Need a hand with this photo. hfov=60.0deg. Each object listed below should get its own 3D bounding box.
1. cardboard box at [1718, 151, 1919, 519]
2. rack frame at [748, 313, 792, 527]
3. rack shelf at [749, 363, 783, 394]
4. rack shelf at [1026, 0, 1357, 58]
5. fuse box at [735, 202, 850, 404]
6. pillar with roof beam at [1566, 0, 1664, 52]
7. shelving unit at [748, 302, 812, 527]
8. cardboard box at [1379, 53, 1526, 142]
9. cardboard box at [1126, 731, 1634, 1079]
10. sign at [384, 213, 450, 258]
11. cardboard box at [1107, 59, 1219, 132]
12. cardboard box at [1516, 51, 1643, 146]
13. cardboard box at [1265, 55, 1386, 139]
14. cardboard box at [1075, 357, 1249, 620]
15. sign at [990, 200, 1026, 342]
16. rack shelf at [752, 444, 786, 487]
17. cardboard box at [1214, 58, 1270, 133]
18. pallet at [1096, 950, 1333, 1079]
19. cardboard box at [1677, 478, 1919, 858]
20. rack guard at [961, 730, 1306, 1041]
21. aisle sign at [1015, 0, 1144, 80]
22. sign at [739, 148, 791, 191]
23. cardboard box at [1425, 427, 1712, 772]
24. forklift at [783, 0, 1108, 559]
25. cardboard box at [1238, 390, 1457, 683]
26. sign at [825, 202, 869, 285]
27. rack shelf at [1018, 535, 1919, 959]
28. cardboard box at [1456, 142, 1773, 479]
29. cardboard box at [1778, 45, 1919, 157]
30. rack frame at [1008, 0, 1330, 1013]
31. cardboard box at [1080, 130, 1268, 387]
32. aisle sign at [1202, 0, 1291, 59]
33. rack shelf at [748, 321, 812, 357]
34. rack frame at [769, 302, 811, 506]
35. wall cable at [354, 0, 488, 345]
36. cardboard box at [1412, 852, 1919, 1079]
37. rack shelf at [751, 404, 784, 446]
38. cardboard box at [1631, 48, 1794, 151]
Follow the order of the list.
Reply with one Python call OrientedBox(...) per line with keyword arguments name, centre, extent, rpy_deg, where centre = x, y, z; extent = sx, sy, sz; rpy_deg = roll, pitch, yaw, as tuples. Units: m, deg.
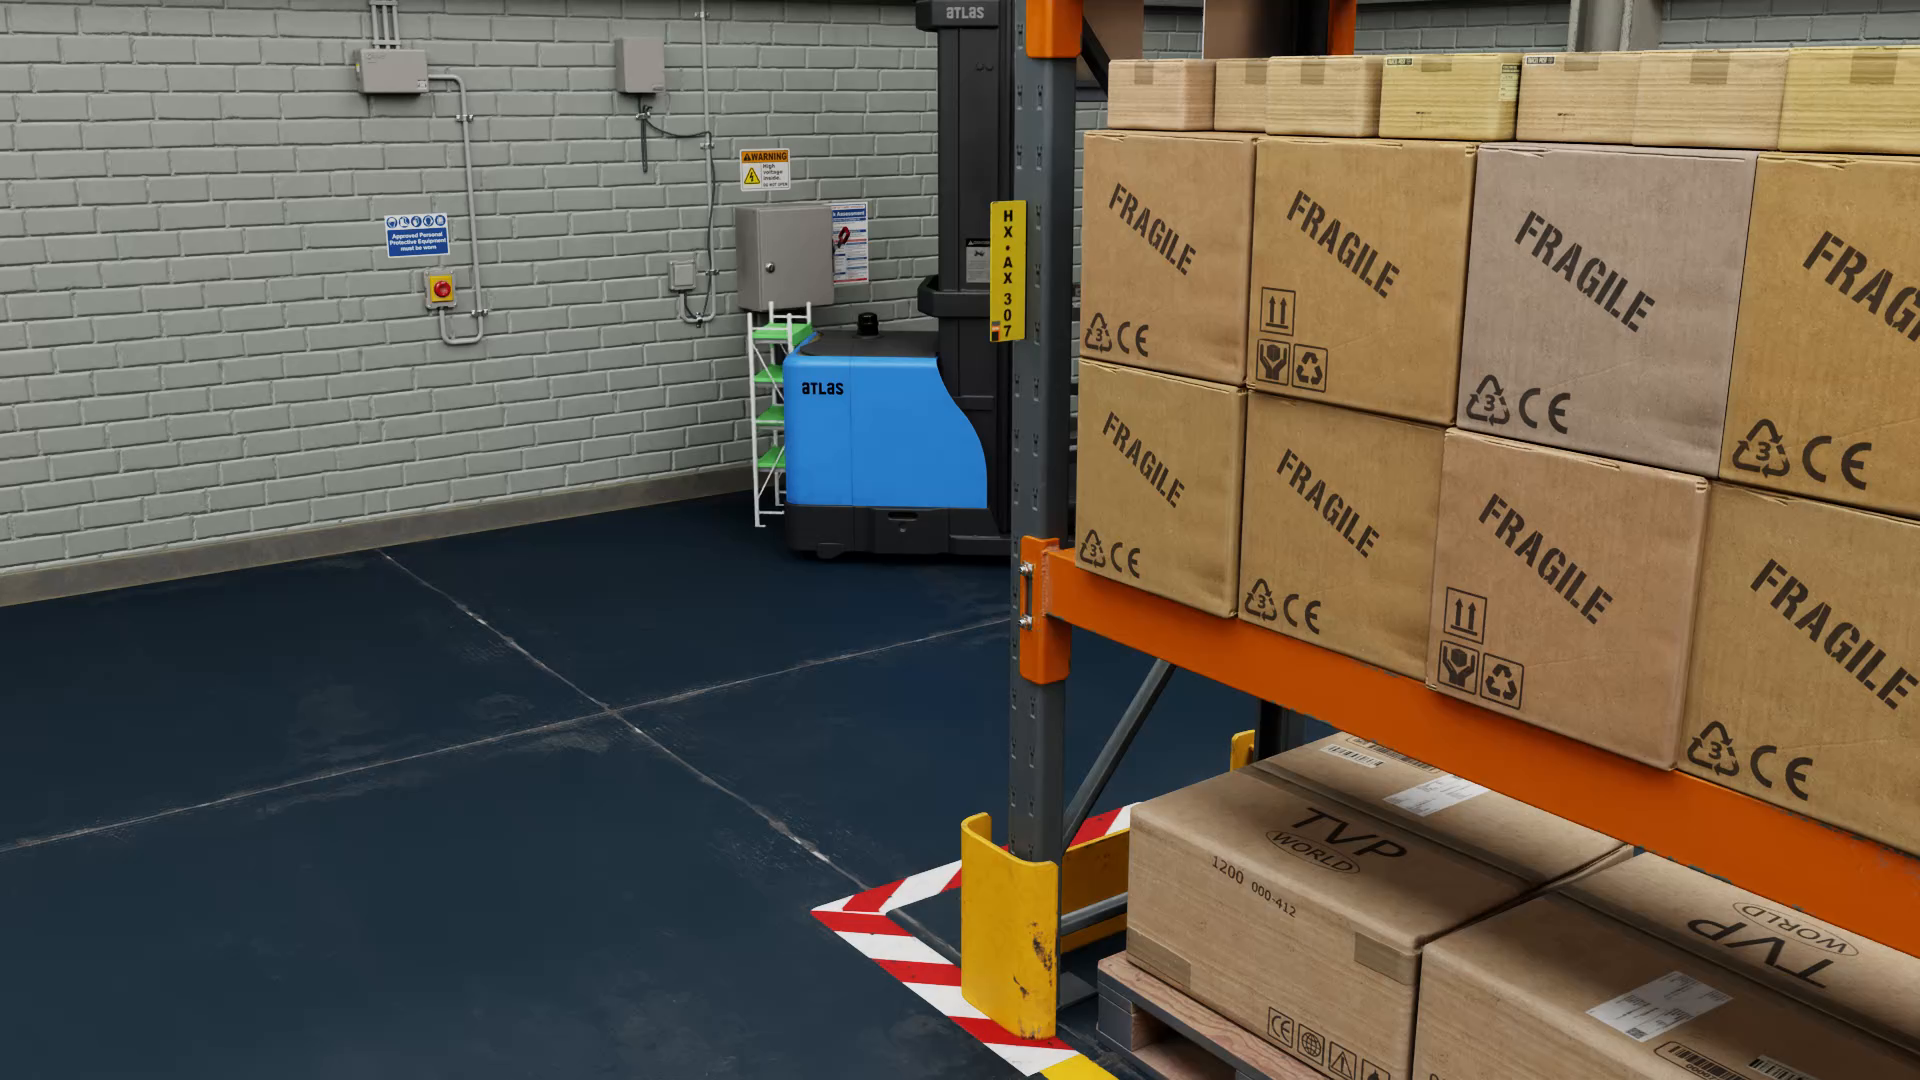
OrientedBox(name="cardboard box", centre=(1.530, -0.320, 2.480), extent=(0.500, 0.500, 0.500), rpy_deg=(-11, 19, -34))
OrientedBox(name="rack frame", centre=(-1.032, -0.651, 9.179), extent=(0.240, 1.200, 0.015), rpy_deg=(2, 15, 7))
OrientedBox(name="rack shelf", centre=(-1.001, -0.885, 9.366), extent=(0.258, 0.148, 0.480), rpy_deg=(2, 15, 7))
OrientedBox(name="rack shelf", centre=(1.741, -0.933, 2.485), extent=(1.077, 0.370, 4.000), rpy_deg=(-11, 19, -35))
OrientedBox(name="fuse box", centre=(-0.984, -1.135, 9.980), extent=(0.539, 1.711, 0.414), rpy_deg=(-11, 19, -35))
OrientedBox(name="pillar with roof beam", centre=(0.240, -3.973, 6.546), extent=(9.100, 9.000, 0.400), rpy_deg=(-11, 19, -35))
OrientedBox(name="shelving unit", centre=(-1.000, -0.715, 9.413), extent=(0.258, 1.200, 0.503), rpy_deg=(2, 15, 7))
OrientedBox(name="cardboard box", centre=(0.991, -0.814, 3.055), extent=(0.380, 0.149, 0.250), rpy_deg=(-12, 19, -36))
OrientedBox(name="cardboard box", centre=(1.034, 0.898, 4.171), extent=(0.875, 0.438, 0.875), rpy_deg=(-12, 19, -36))
OrientedBox(name="sign", centre=(-2.844, -1.597, 8.717), extent=(0.327, 0.218, 0.001), rpy_deg=(-11, 19, -35))
OrientedBox(name="cardboard box", centre=(0.550, -0.985, 3.682), extent=(0.380, 0.149, 0.250), rpy_deg=(-10, 18, -33))
OrientedBox(name="cardboard box", centre=(1.188, -0.766, 2.880), extent=(0.380, 0.149, 0.250), rpy_deg=(-11, 19, -34))
OrientedBox(name="cardboard box", centre=(0.822, -0.867, 3.250), extent=(0.380, 0.149, 0.250), rpy_deg=(-10, 18, -33))
OrientedBox(name="cardboard box", centre=(0.615, -0.162, 3.796), extent=(0.500, 0.500, 0.500), rpy_deg=(-11, 19, -35))
OrientedBox(name="sign", centre=(0.113, -0.632, 3.912), extent=(0.100, 0.325, 0.005), rpy_deg=(-11, 19, -35))
OrientedBox(name="rack shelf", centre=(-0.999, -0.422, 9.493), extent=(0.258, 0.148, 0.480), rpy_deg=(2, 15, 7))
OrientedBox(name="cardboard box", centre=(0.762, -0.940, 3.518), extent=(0.380, 0.149, 0.250), rpy_deg=(-10, 18, -33))
OrientedBox(name="pallet", centre=(1.099, 1.243, 4.135), extent=(1.003, 0.211, 1.213), rpy_deg=(-11, 19, -35))
OrientedBox(name="cardboard box", centre=(1.528, 0.158, 2.629), extent=(0.500, 0.500, 0.500), rpy_deg=(-10, 18, -33))
OrientedBox(name="rack guard", centre=(0.551, 0.940, 4.695), extent=(1.175, 0.500, 0.348), rpy_deg=(-11, 19, -35))
OrientedBox(name="aisle sign", centre=(0.288, -1.485, 3.895), extent=(0.394, 0.787, 0.004), rpy_deg=(-11, 19, -35))
OrientedBox(name="sign", centre=(-1.150, -2.190, 9.831), extent=(0.339, 0.242, 0.001), rpy_deg=(-11, 19, -35))
OrientedBox(name="cardboard box", centre=(1.220, 0.053, 3.010), extent=(0.500, 0.500, 0.500), rpy_deg=(-11, 19, -35))
OrientedBox(name="forklift", centre=(0.625, -1.402, 8.646), extent=(3.031, 2.935, 1.130), rpy_deg=(1, 15, 4))
OrientedBox(name="cardboard box", centre=(0.935, -0.058, 3.417), extent=(0.500, 0.500, 0.500), rpy_deg=(-11, 19, -35))
OrientedBox(name="sign", centre=(-0.706, -1.831, 10.264), extent=(0.329, 0.494, 0.001), rpy_deg=(-11, 19, -35))
OrientedBox(name="rack shelf", centre=(1.741, 0.513, 2.881), extent=(1.077, 0.370, 4.000), rpy_deg=(-11, 19, -35))
OrientedBox(name="cardboard box", centre=(1.236, -0.427, 2.869), extent=(0.500, 0.500, 0.500), rpy_deg=(-11, 19, -35))
OrientedBox(name="cardboard box", centre=(1.428, -0.648, 2.448), extent=(0.380, 0.149, 0.250), rpy_deg=(-11, 19, -36))
OrientedBox(name="rack frame", centre=(0.565, -0.261, 4.346), extent=(1.000, 3.000, 0.127), rpy_deg=(-11, 19, -35))
OrientedBox(name="cardboard box", centre=(0.617, -0.644, 3.665), extent=(0.500, 0.500, 0.500), rpy_deg=(-11, 19, -36))
OrientedBox(name="aisle sign", centre=(0.774, -1.578, 4.235), extent=(0.394, 0.787, 0.004), rpy_deg=(-11, 19, -35))
OrientedBox(name="rack shelf", centre=(-1.002, -1.116, 9.303), extent=(0.258, 0.148, 0.480), rpy_deg=(2, 15, 7))
OrientedBox(name="rack frame", centre=(-0.969, -0.779, 9.646), extent=(0.240, 1.200, 0.015), rpy_deg=(2, 15, 7))
OrientedBox(name="wall cable", centre=(-2.769, -1.966, 8.594), extent=(0.585, 1.953, 0.123), rpy_deg=(-11, 19, -35))
OrientedBox(name="cardboard box", centre=(1.579, 1.092, 3.462), extent=(0.875, 0.438, 0.875), rpy_deg=(-10, 18, -33))
OrientedBox(name="rack shelf", centre=(-1.000, -0.653, 9.430), extent=(0.258, 0.148, 0.480), rpy_deg=(2, 15, 7))
OrientedBox(name="cardboard box", centre=(1.301, -0.706, 2.661), extent=(0.380, 0.149, 0.250), rpy_deg=(-11, 19, -34))
